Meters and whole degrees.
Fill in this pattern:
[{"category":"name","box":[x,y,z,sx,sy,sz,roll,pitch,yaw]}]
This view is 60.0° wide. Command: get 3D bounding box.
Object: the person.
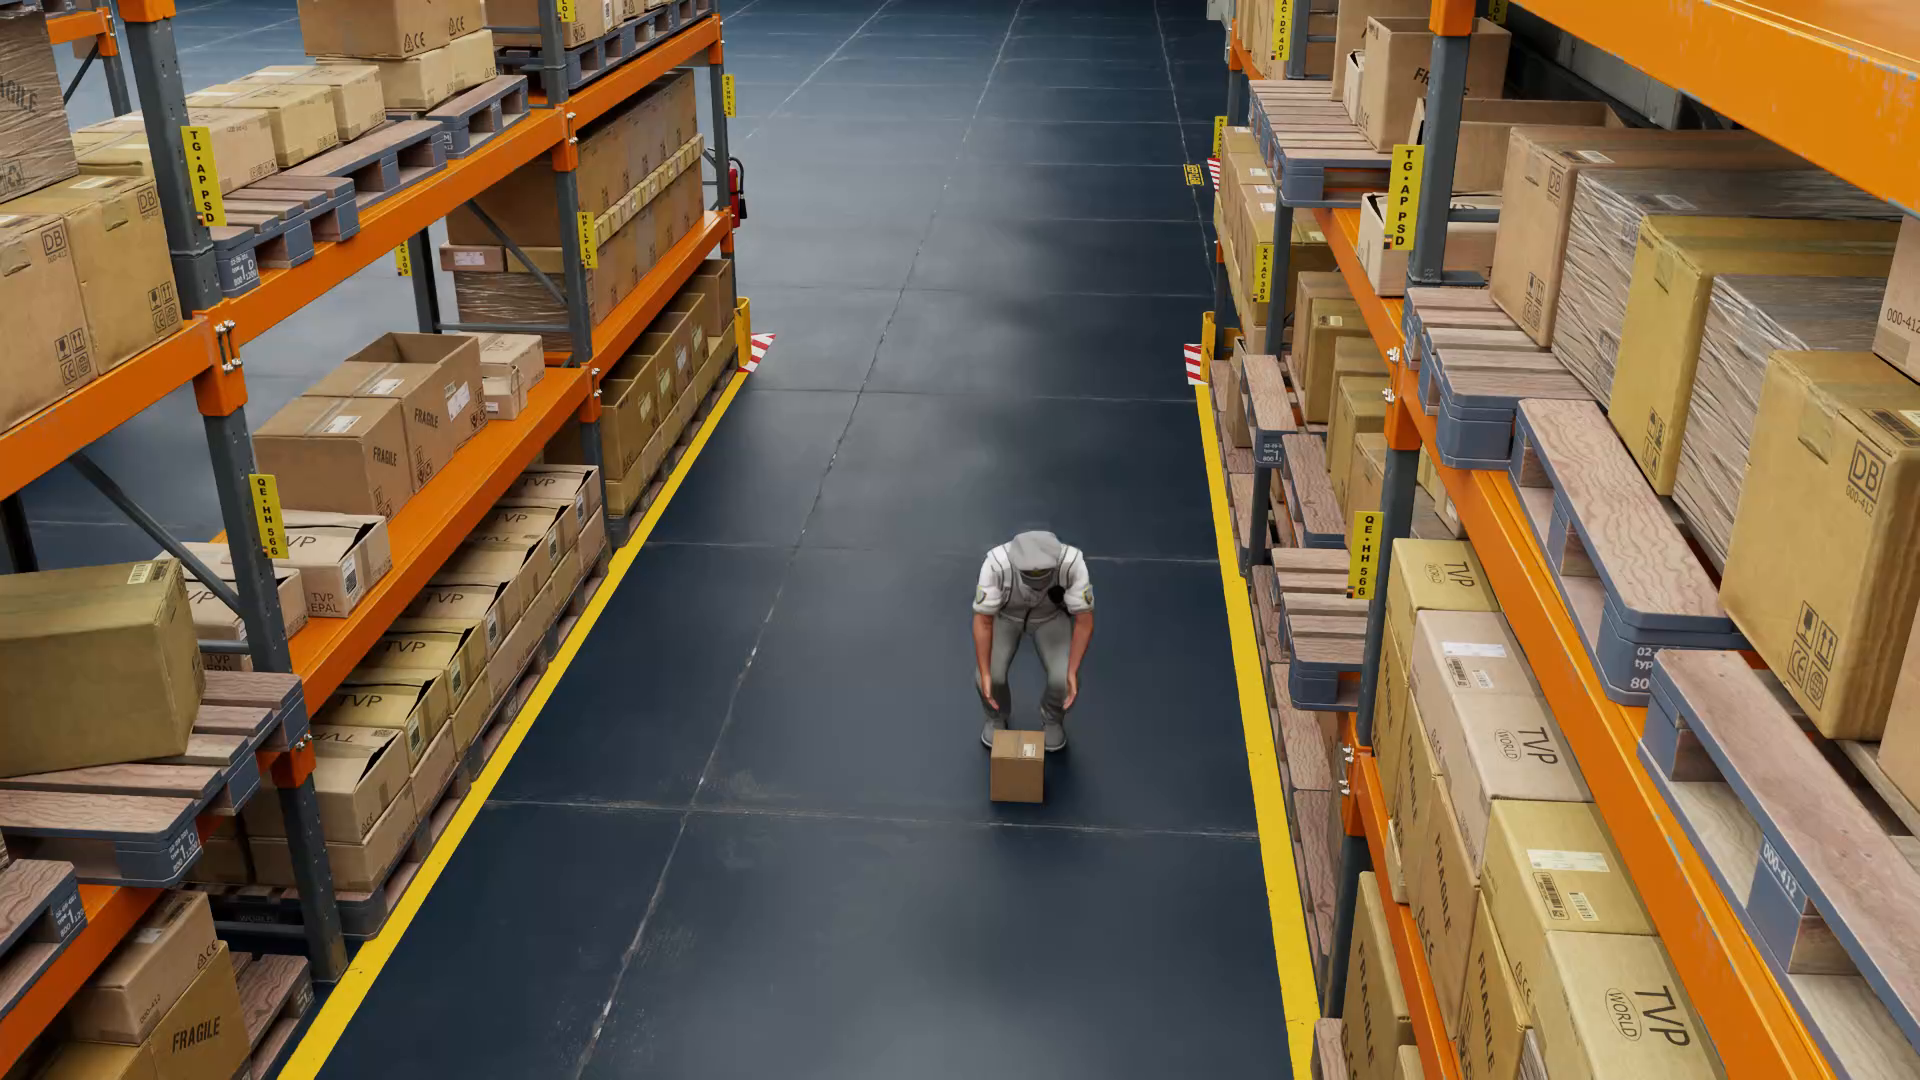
[{"category":"person","box":[0.323,0.638,8.141,0.542,0.966,1.023,1,24,2]}]
